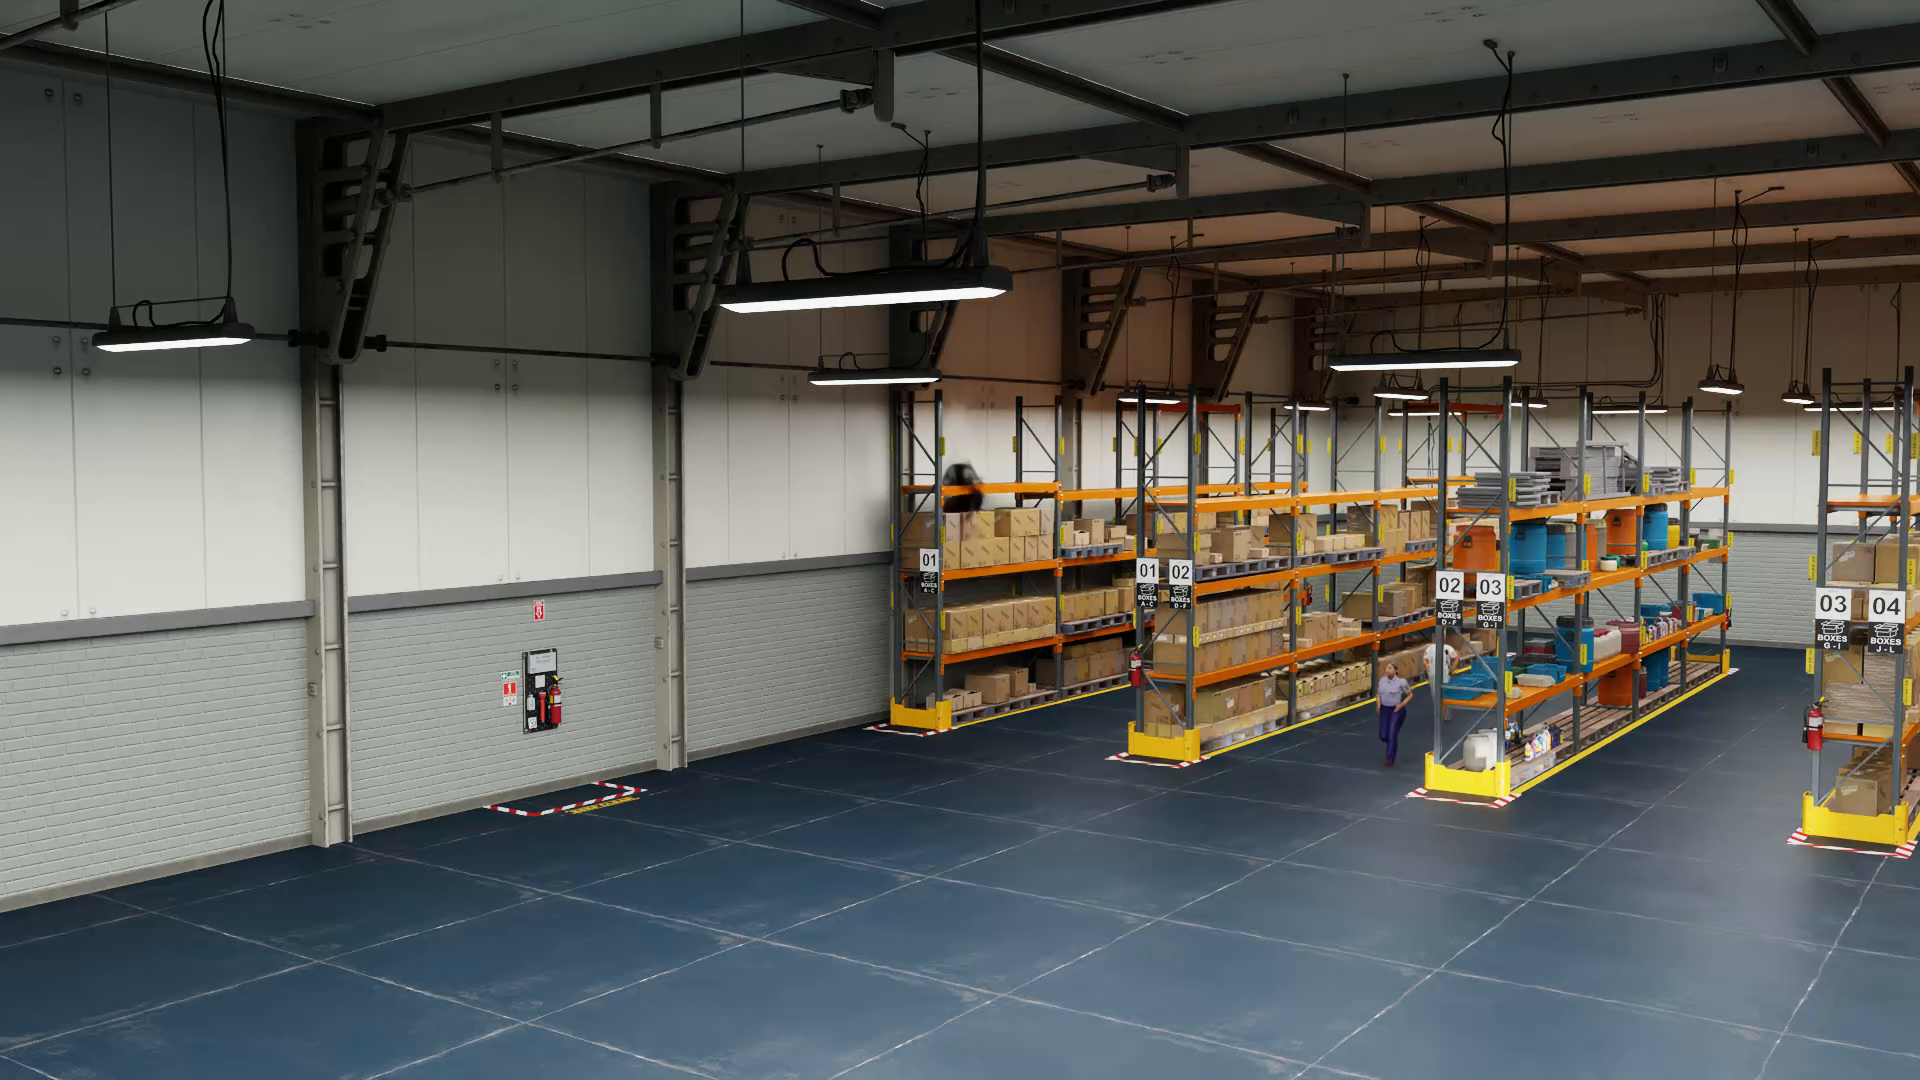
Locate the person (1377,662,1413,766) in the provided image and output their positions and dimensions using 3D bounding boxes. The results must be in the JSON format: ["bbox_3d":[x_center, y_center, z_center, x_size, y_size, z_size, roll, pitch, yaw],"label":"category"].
[{"bbox_3d":[6.852,2.734,26.254,0.605,1.625,0.555,3,4,40],"label":"person"}]

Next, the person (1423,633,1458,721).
[{"bbox_3d":[8.706,2.479,30.240,0.604,1.629,0.581,2,4,29],"label":"person"}]
